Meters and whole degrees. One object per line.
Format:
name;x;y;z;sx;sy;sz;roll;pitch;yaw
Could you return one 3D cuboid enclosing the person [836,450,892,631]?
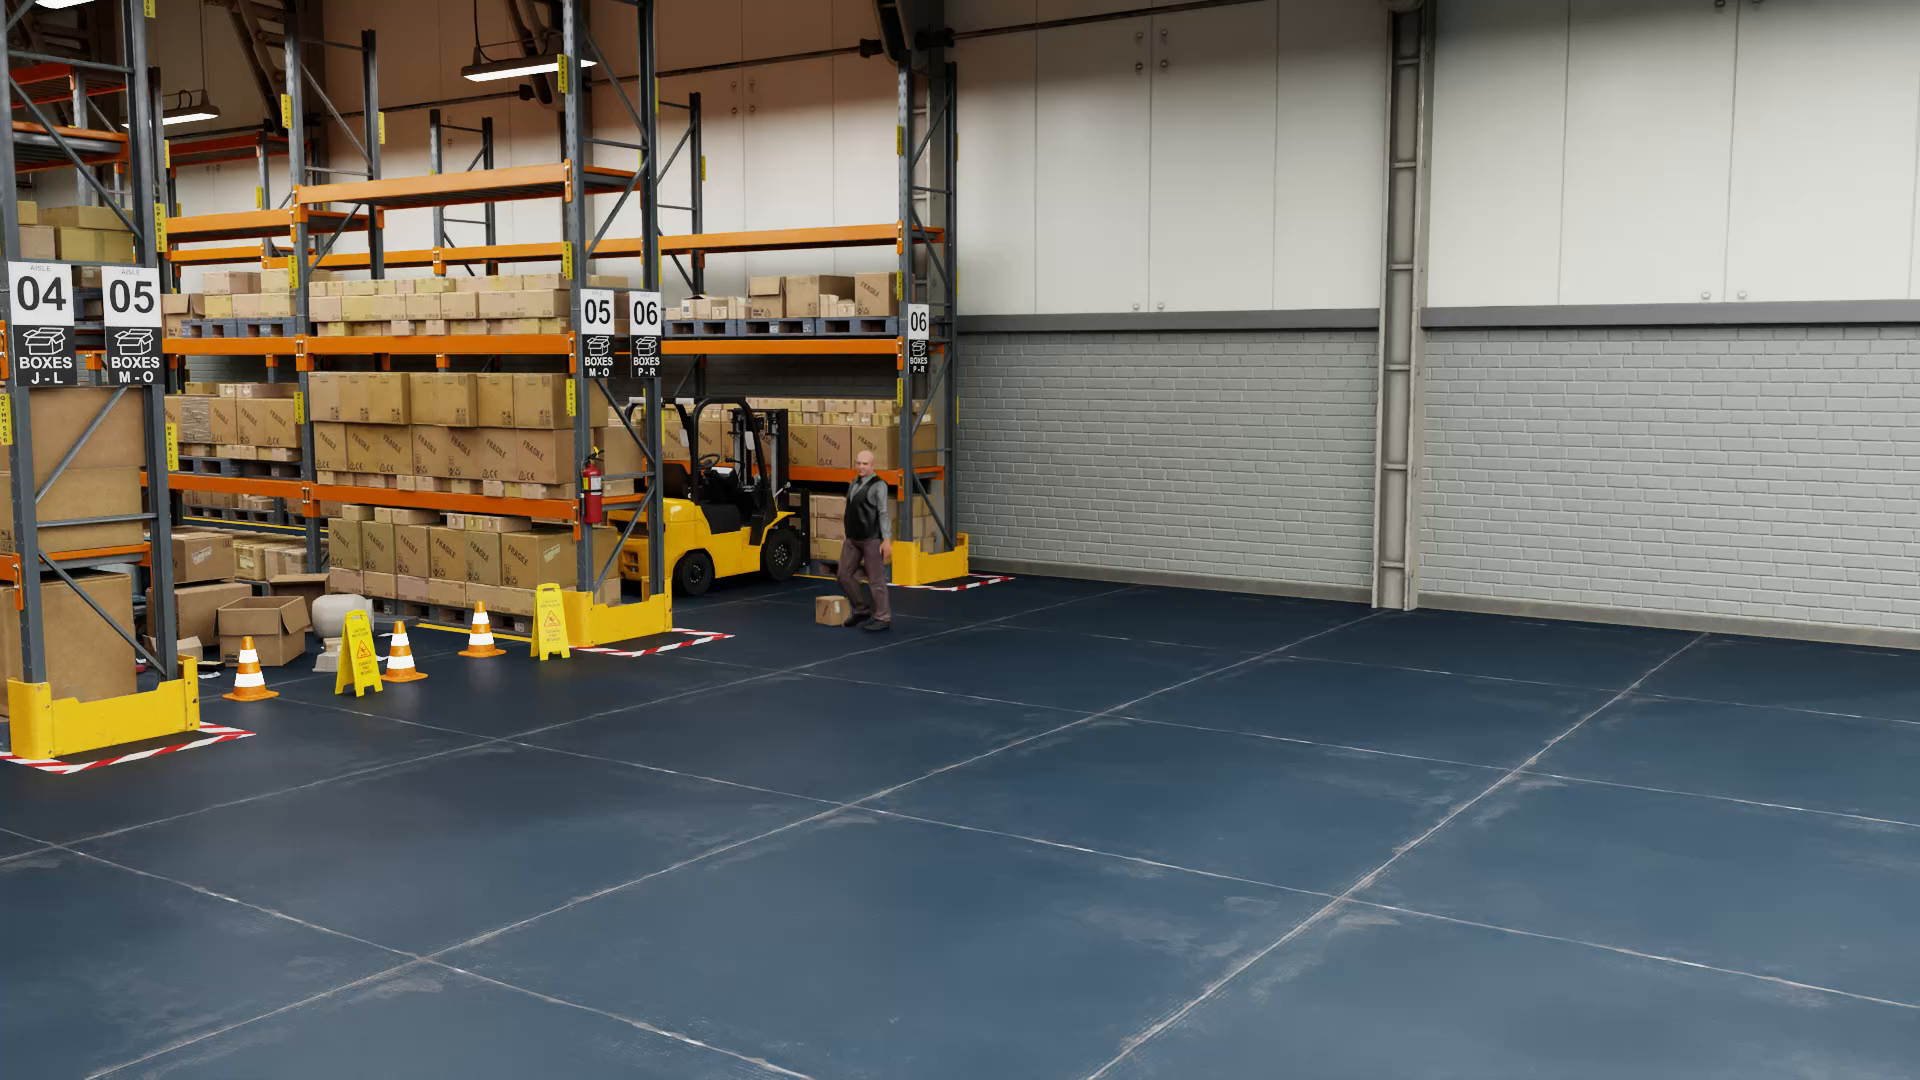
person;-0.877;0.003;15.709;0.473;1.709;0.648;-5;8;-41
